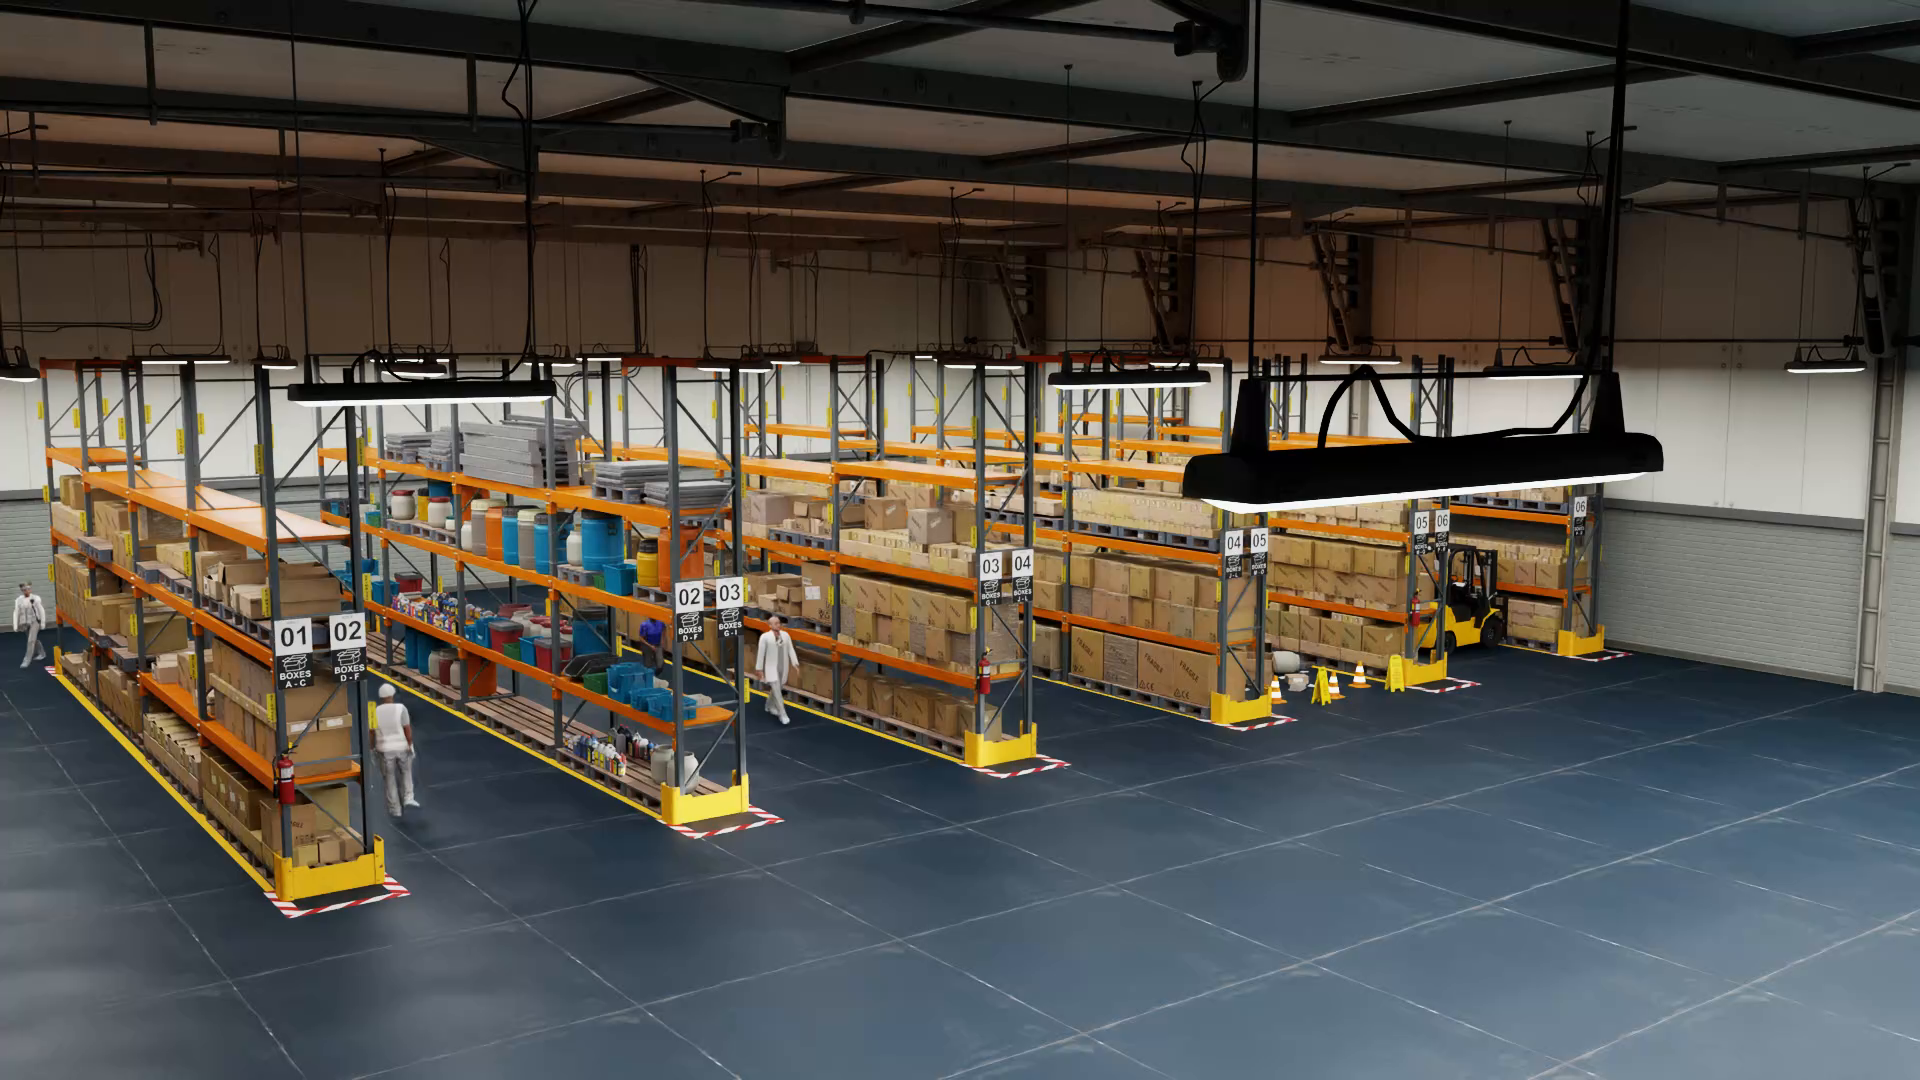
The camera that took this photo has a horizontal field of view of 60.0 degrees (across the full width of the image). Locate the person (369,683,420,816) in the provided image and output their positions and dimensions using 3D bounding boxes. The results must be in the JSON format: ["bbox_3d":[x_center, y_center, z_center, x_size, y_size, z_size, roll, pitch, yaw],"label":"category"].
[{"bbox_3d":[-7.541,2.787,22.115,0.599,1.758,0.519,-4,8,-28],"label":"person"}]

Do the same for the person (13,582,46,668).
[{"bbox_3d":[-18.153,1.612,32.407,0.449,1.614,1.037,0,7,4],"label":"person"}]

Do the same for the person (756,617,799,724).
[{"bbox_3d":[-3.025,2.132,27.688,0.670,1.709,1.129,-4,8,-33],"label":"person"}]

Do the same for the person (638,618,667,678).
[{"bbox_3d":[-5.542,1.959,30.005,0.574,1.570,0.742,-3,7,-24],"label":"person"}]
